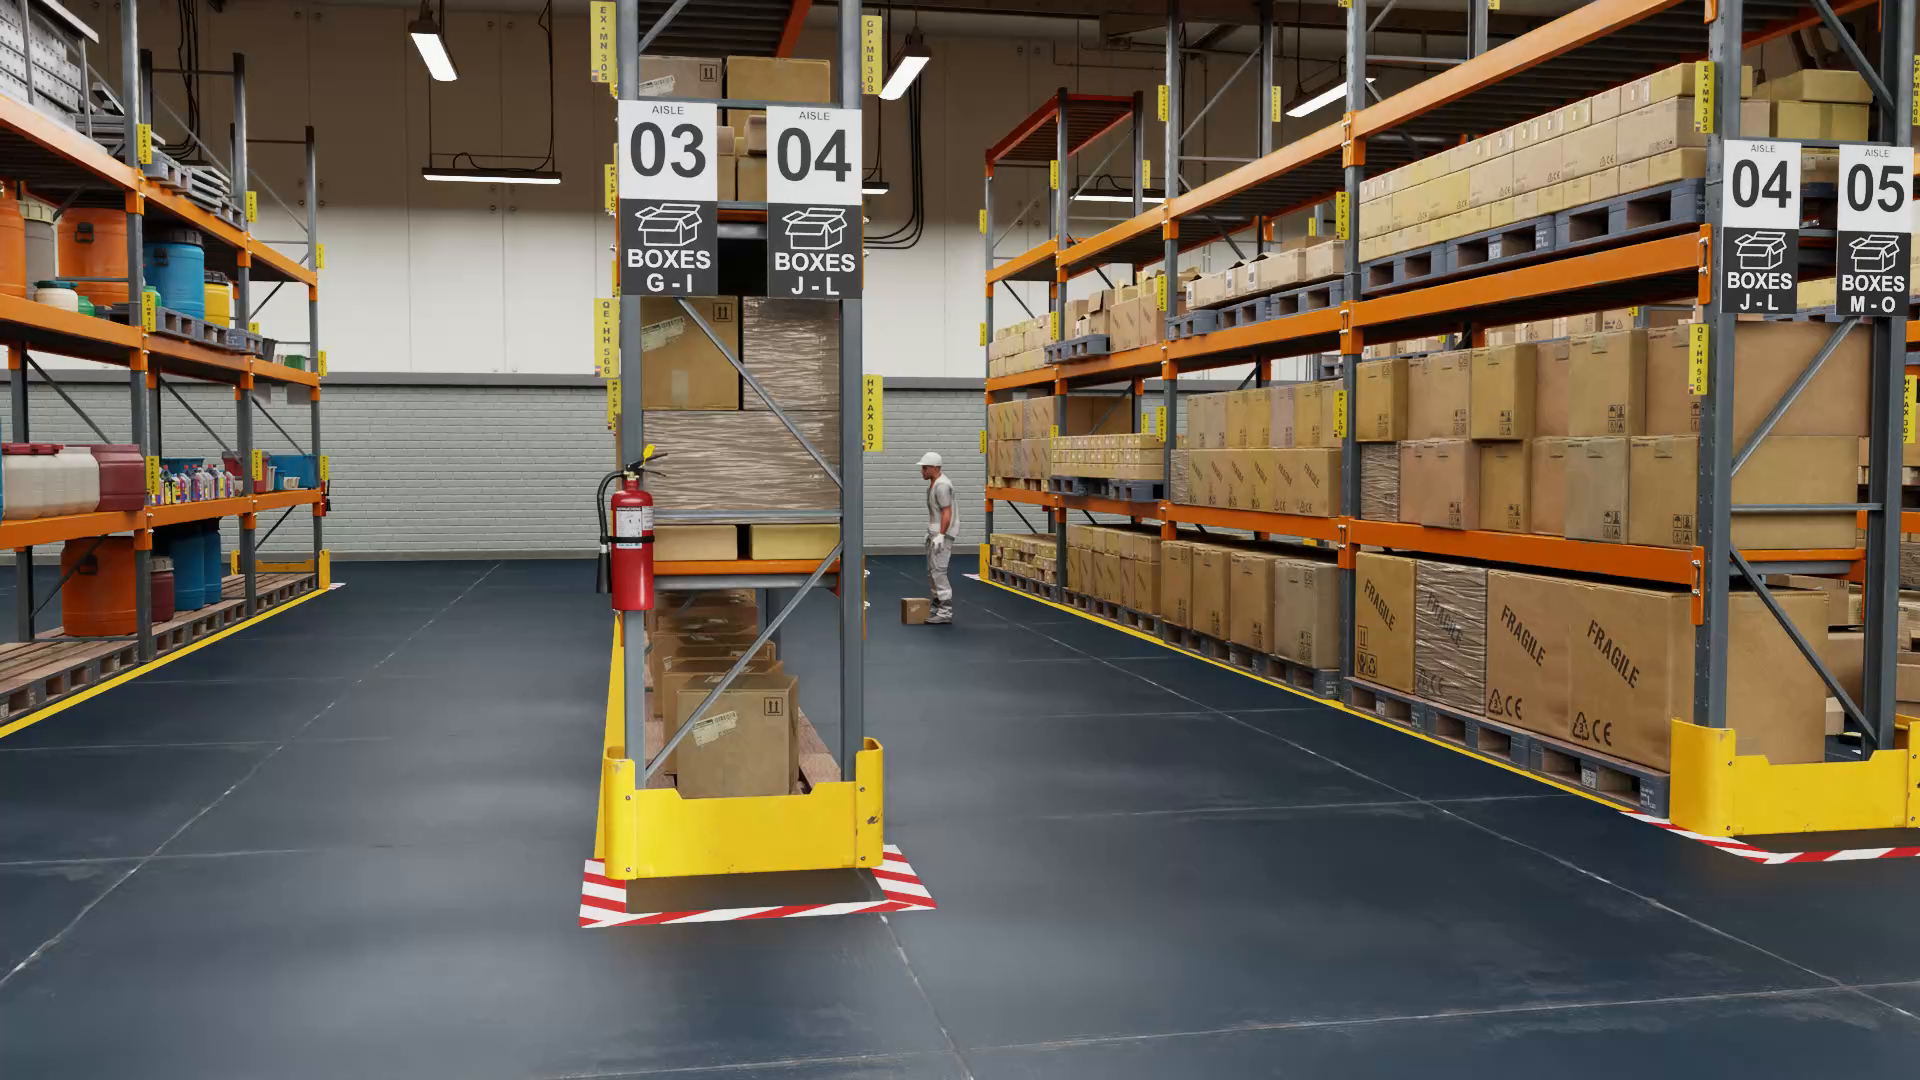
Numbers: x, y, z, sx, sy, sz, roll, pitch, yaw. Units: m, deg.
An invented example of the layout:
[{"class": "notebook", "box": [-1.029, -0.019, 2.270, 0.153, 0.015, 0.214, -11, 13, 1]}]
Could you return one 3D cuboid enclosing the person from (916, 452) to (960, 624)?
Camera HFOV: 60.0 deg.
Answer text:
[{"class": "person", "box": [-0.240, -0.024, 17.357, 0.450, 1.780, 0.607, -1, 3, -11]}]
